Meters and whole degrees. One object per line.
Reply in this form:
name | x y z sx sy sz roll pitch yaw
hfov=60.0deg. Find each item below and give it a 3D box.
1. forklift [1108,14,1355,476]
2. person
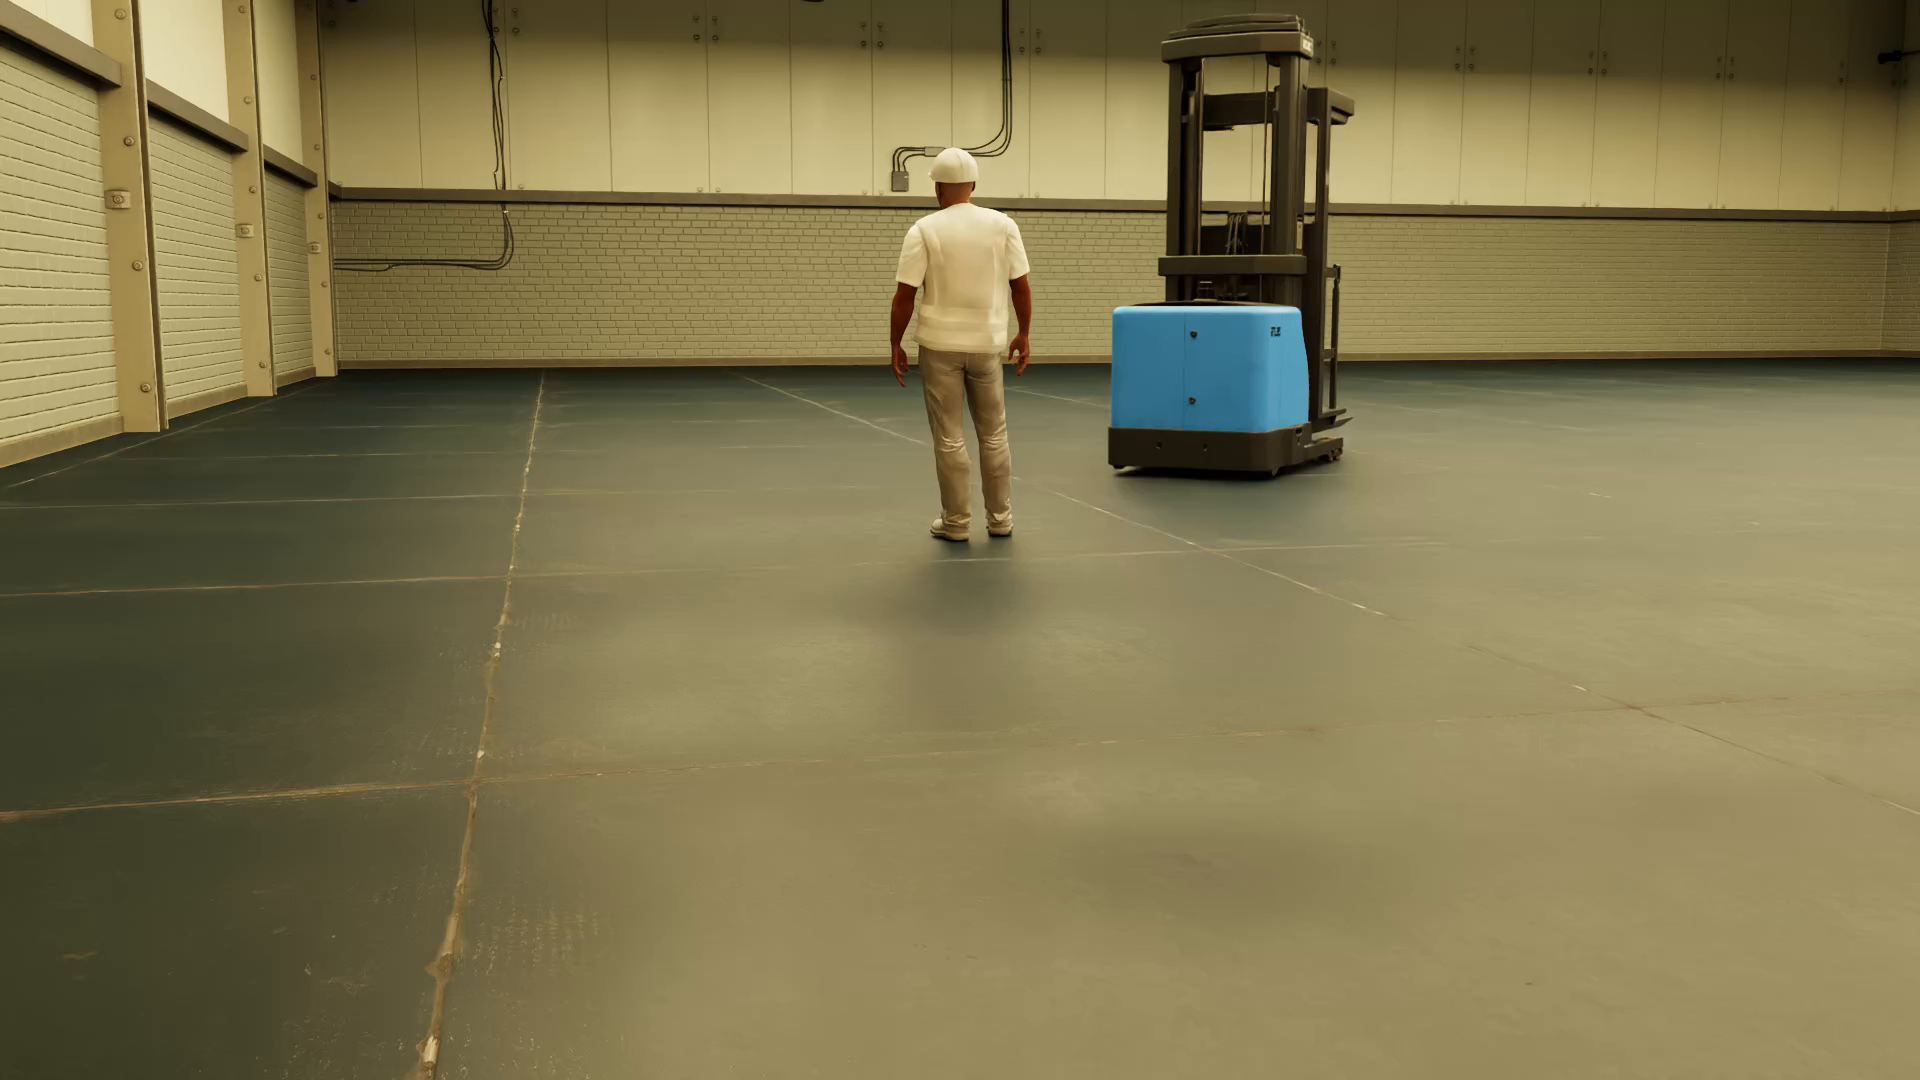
forklift | 2.059 -2.014 11.517 1.130 2.935 3.031 4 9 26
person | -0.011 -0.891 7.653 0.665 1.768 0.575 -2 8 -13
